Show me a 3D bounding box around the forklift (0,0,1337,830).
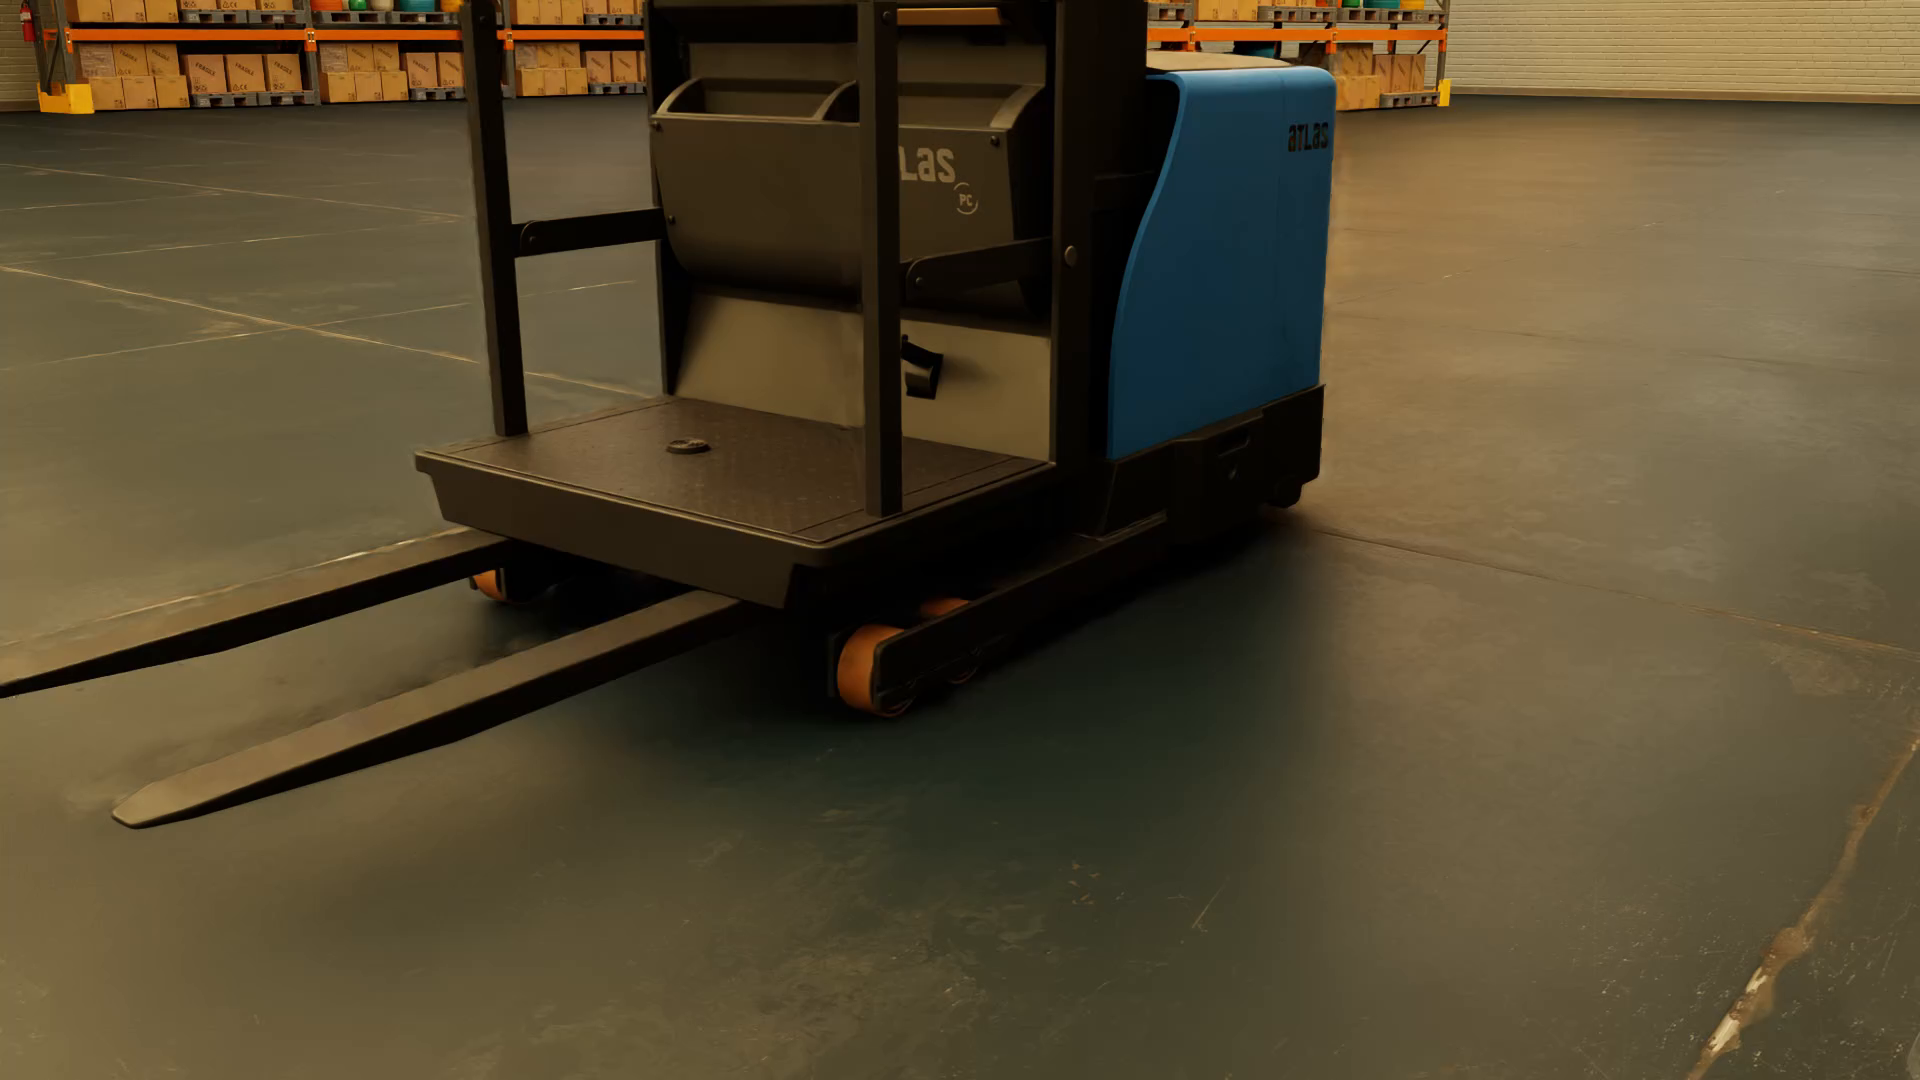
[{"bbox_3d":[-0.368,-1.251,3.016,1.130,2.935,3.031,12,21,35],"label":"forklift"}]
